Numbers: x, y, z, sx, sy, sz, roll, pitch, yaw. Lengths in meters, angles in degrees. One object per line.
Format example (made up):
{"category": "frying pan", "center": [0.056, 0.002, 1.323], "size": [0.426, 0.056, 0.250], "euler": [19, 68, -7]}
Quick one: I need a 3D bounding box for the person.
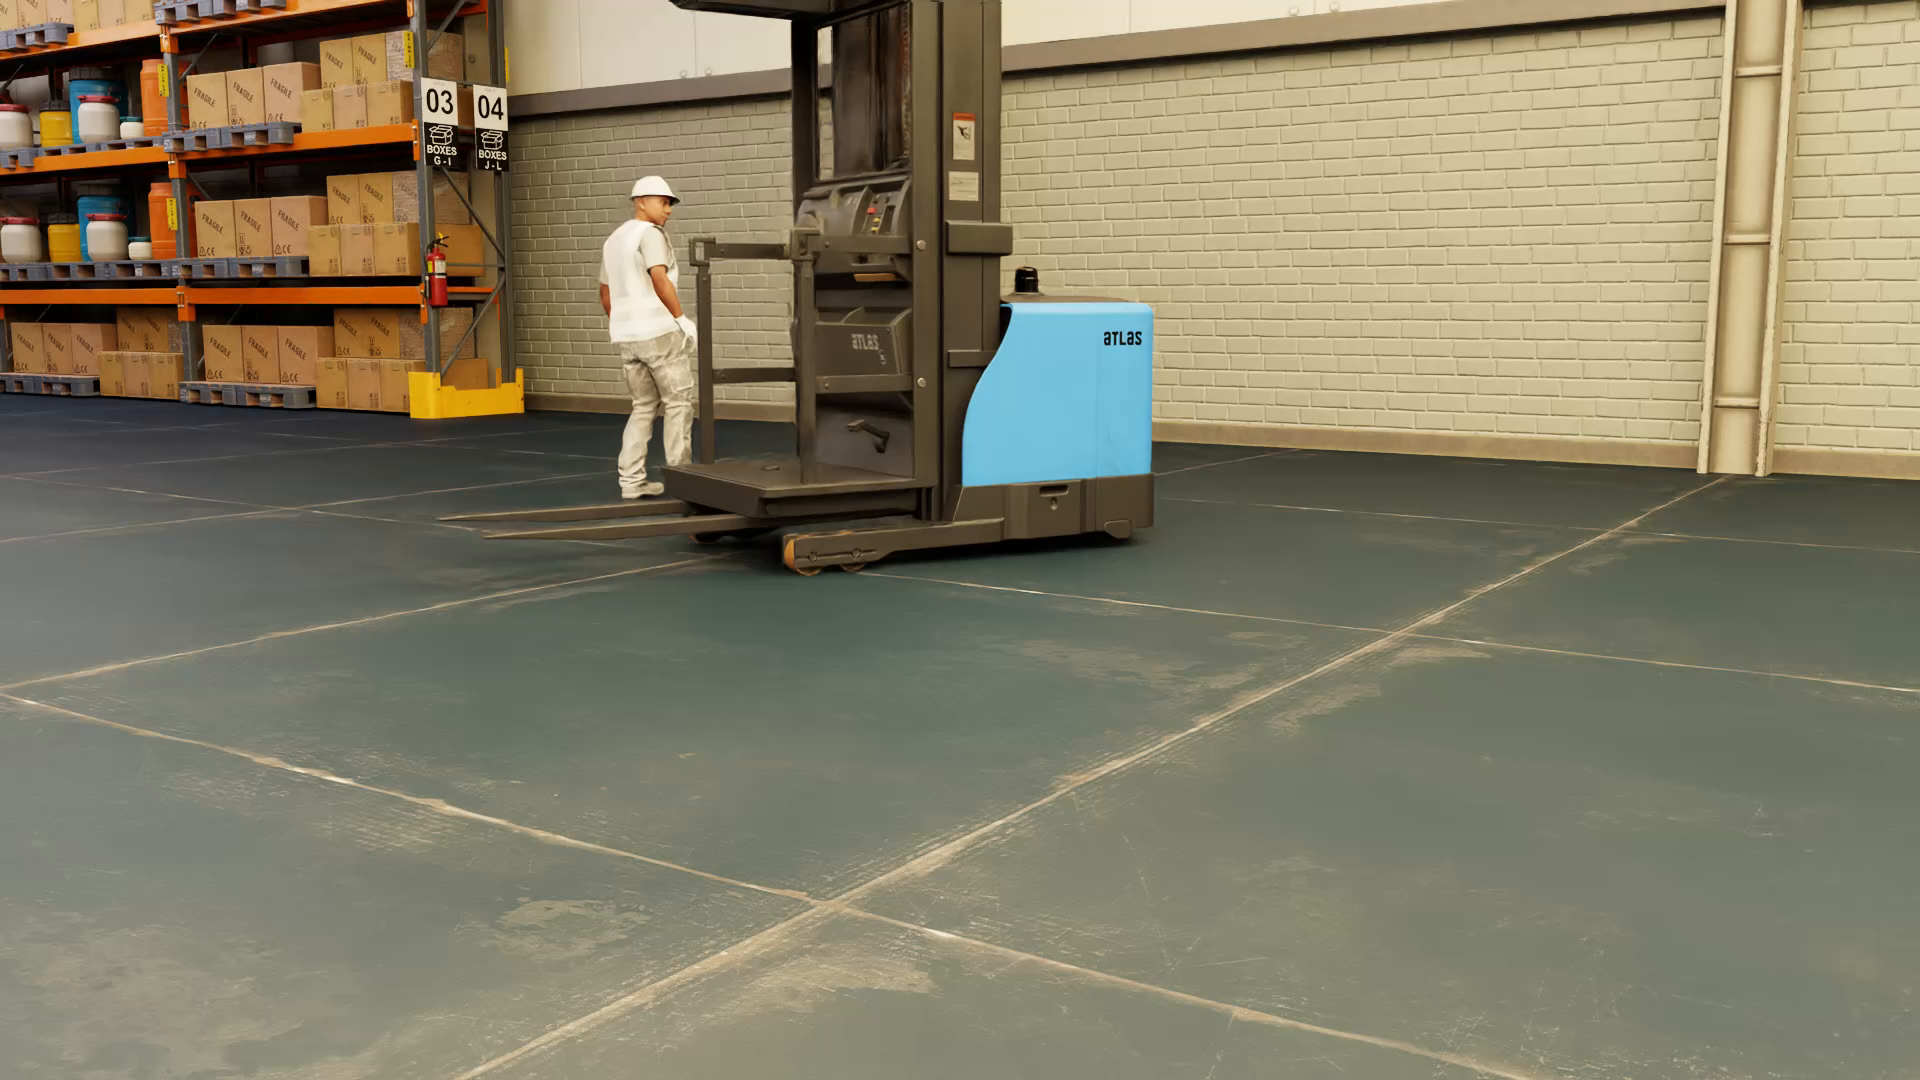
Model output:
{"category": "person", "center": [-1.658, -1.118, 9.207], "size": [0.773, 1.765, 0.490], "euler": [8, 11, 44]}

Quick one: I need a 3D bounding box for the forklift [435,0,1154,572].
{"category": "forklift", "center": [-11.498, -2.323, 13.528], "size": [14.365, 2.935, 23.875], "euler": [-5, 10, -32]}
